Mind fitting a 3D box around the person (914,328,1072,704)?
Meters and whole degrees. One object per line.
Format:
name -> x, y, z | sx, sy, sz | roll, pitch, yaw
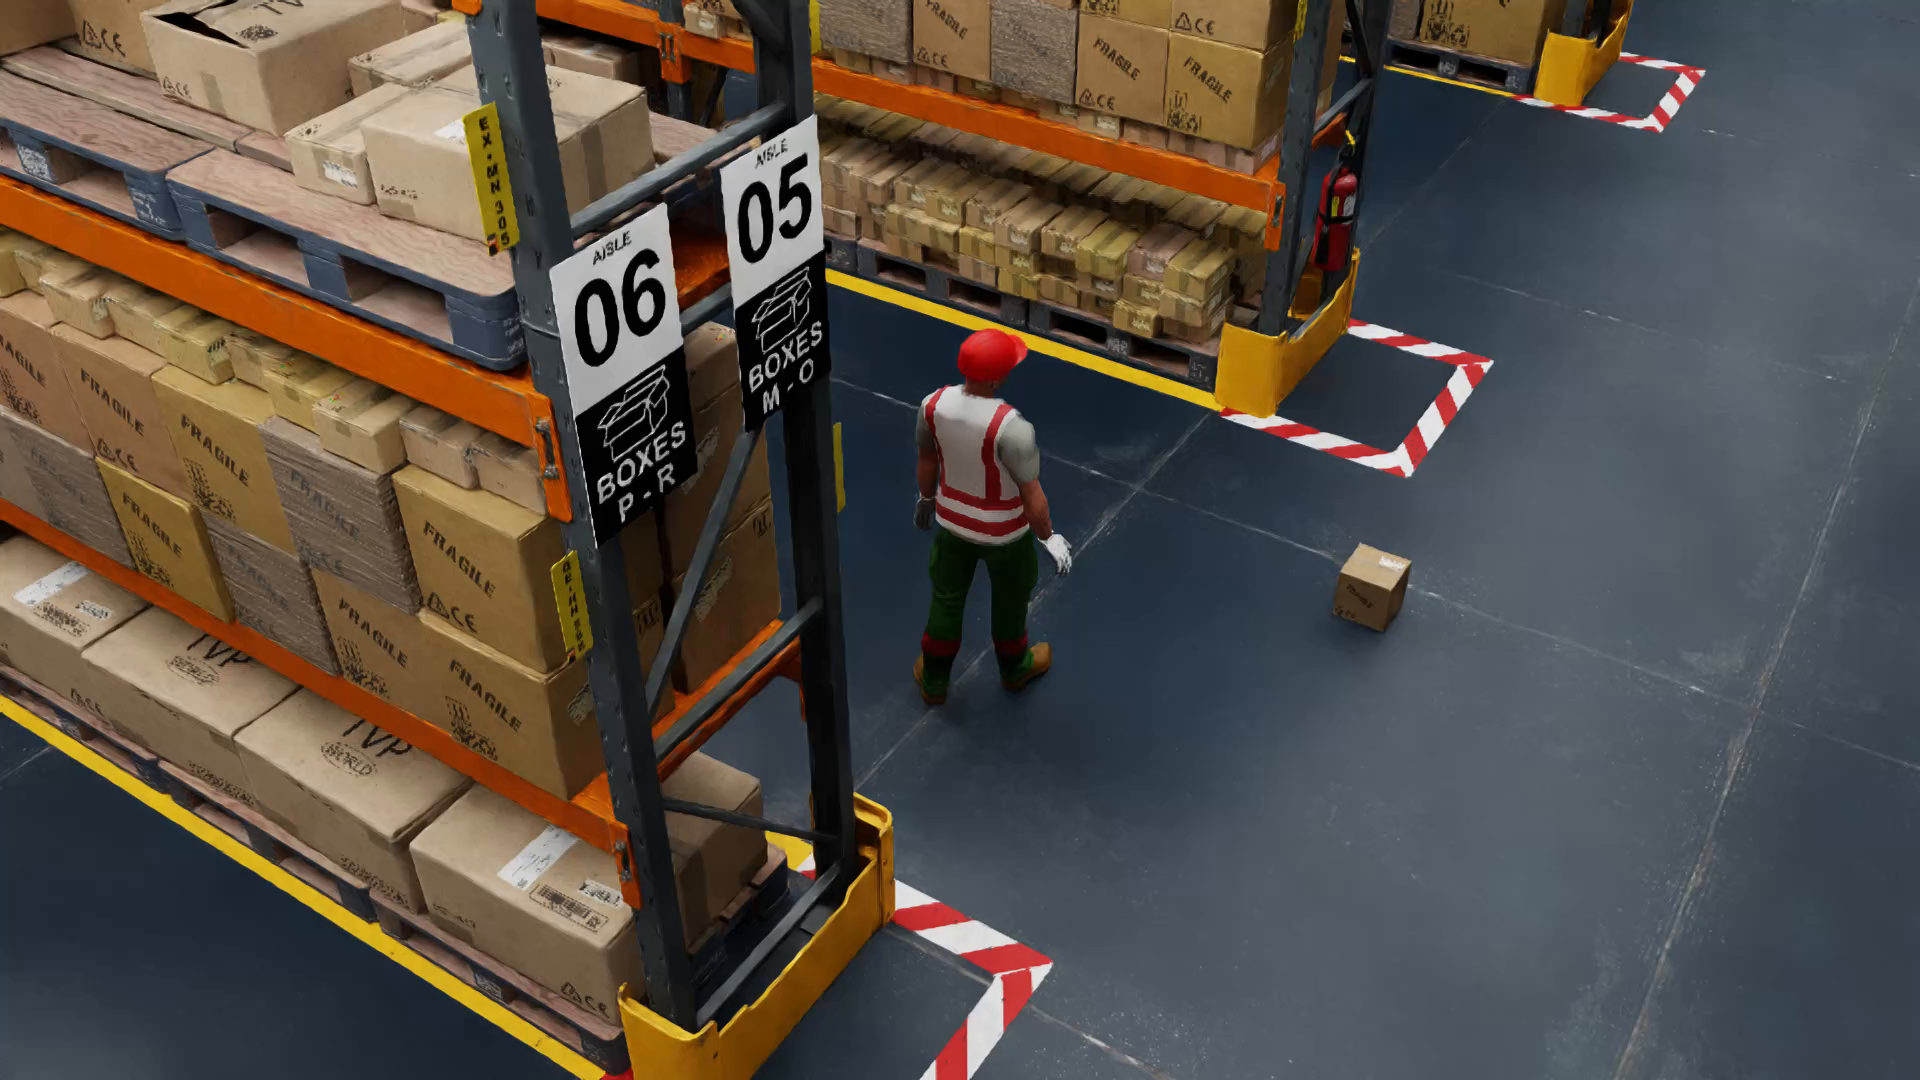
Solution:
person -> 0.143, -0.083, 6.747 | 0.725, 1.792, 0.574 | 22, 43, 26
